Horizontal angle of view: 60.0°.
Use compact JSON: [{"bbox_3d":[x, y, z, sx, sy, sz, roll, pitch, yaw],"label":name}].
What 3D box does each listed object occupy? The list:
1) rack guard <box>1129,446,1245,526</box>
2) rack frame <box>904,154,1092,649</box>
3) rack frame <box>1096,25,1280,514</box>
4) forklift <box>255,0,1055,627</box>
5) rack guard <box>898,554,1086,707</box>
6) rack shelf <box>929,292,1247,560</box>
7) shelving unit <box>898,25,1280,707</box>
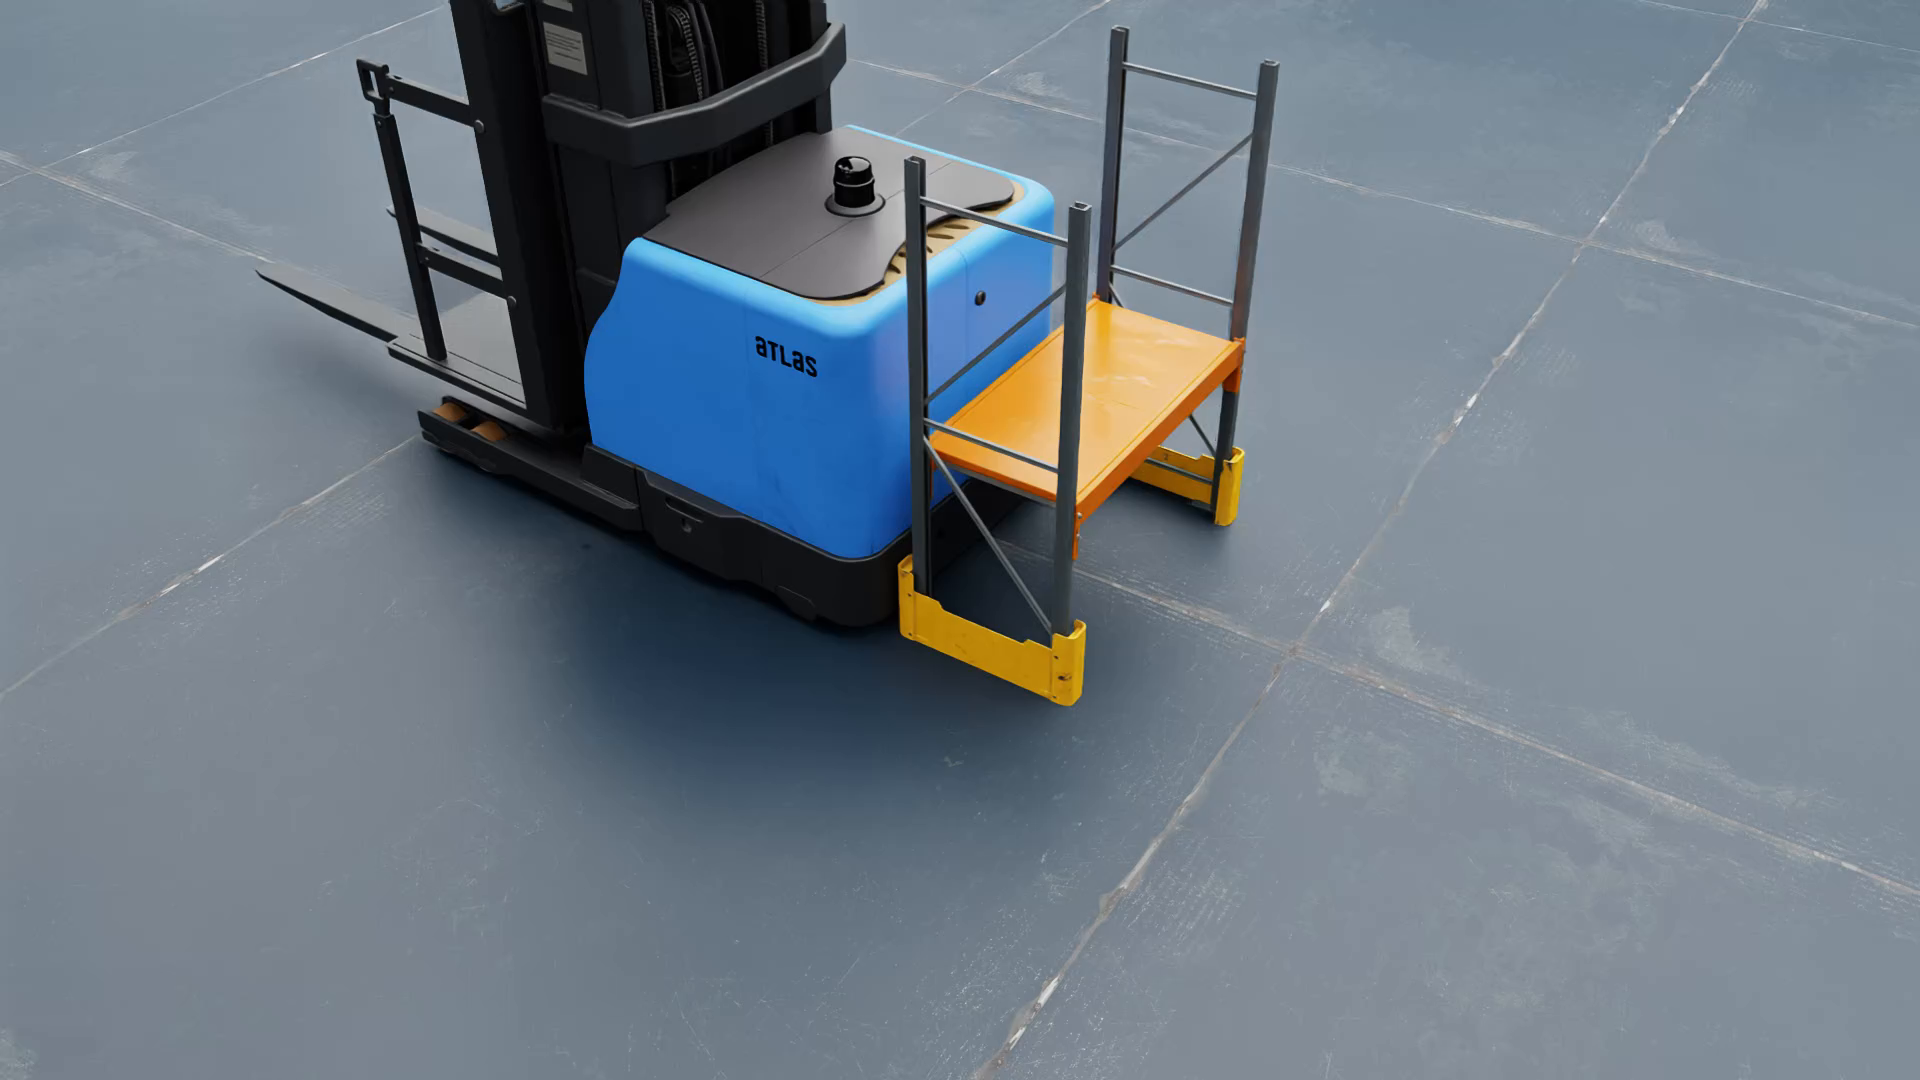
[{"bbox_3d":[0.629,-0.256,5.378,0.587,0.250,0.087,22,43,26],"label":"rack guard"},{"bbox_3d":[0.083,-0.242,4.335,0.500,1.500,0.032,22,43,26],"label":"rack frame"},{"bbox_3d":[0.639,-0.761,5.009,0.500,1.500,0.032,22,43,26],"label":"rack frame"},{"bbox_3d":[-1.204,-1.625,4.957,3.031,2.935,1.130,24,43,27],"label":"forklift"},{"bbox_3d":[0.083,0.253,4.718,0.587,0.250,0.087,22,43,26],"label":"rack guard"},{"bbox_3d":[0.361,-0.359,4.782,0.538,0.185,1.000,22,43,26],"label":"rack shelf"},{"bbox_3d":[0.356,-0.497,4.666,0.587,1.500,1.083,22,43,26],"label":"shelving unit"}]
